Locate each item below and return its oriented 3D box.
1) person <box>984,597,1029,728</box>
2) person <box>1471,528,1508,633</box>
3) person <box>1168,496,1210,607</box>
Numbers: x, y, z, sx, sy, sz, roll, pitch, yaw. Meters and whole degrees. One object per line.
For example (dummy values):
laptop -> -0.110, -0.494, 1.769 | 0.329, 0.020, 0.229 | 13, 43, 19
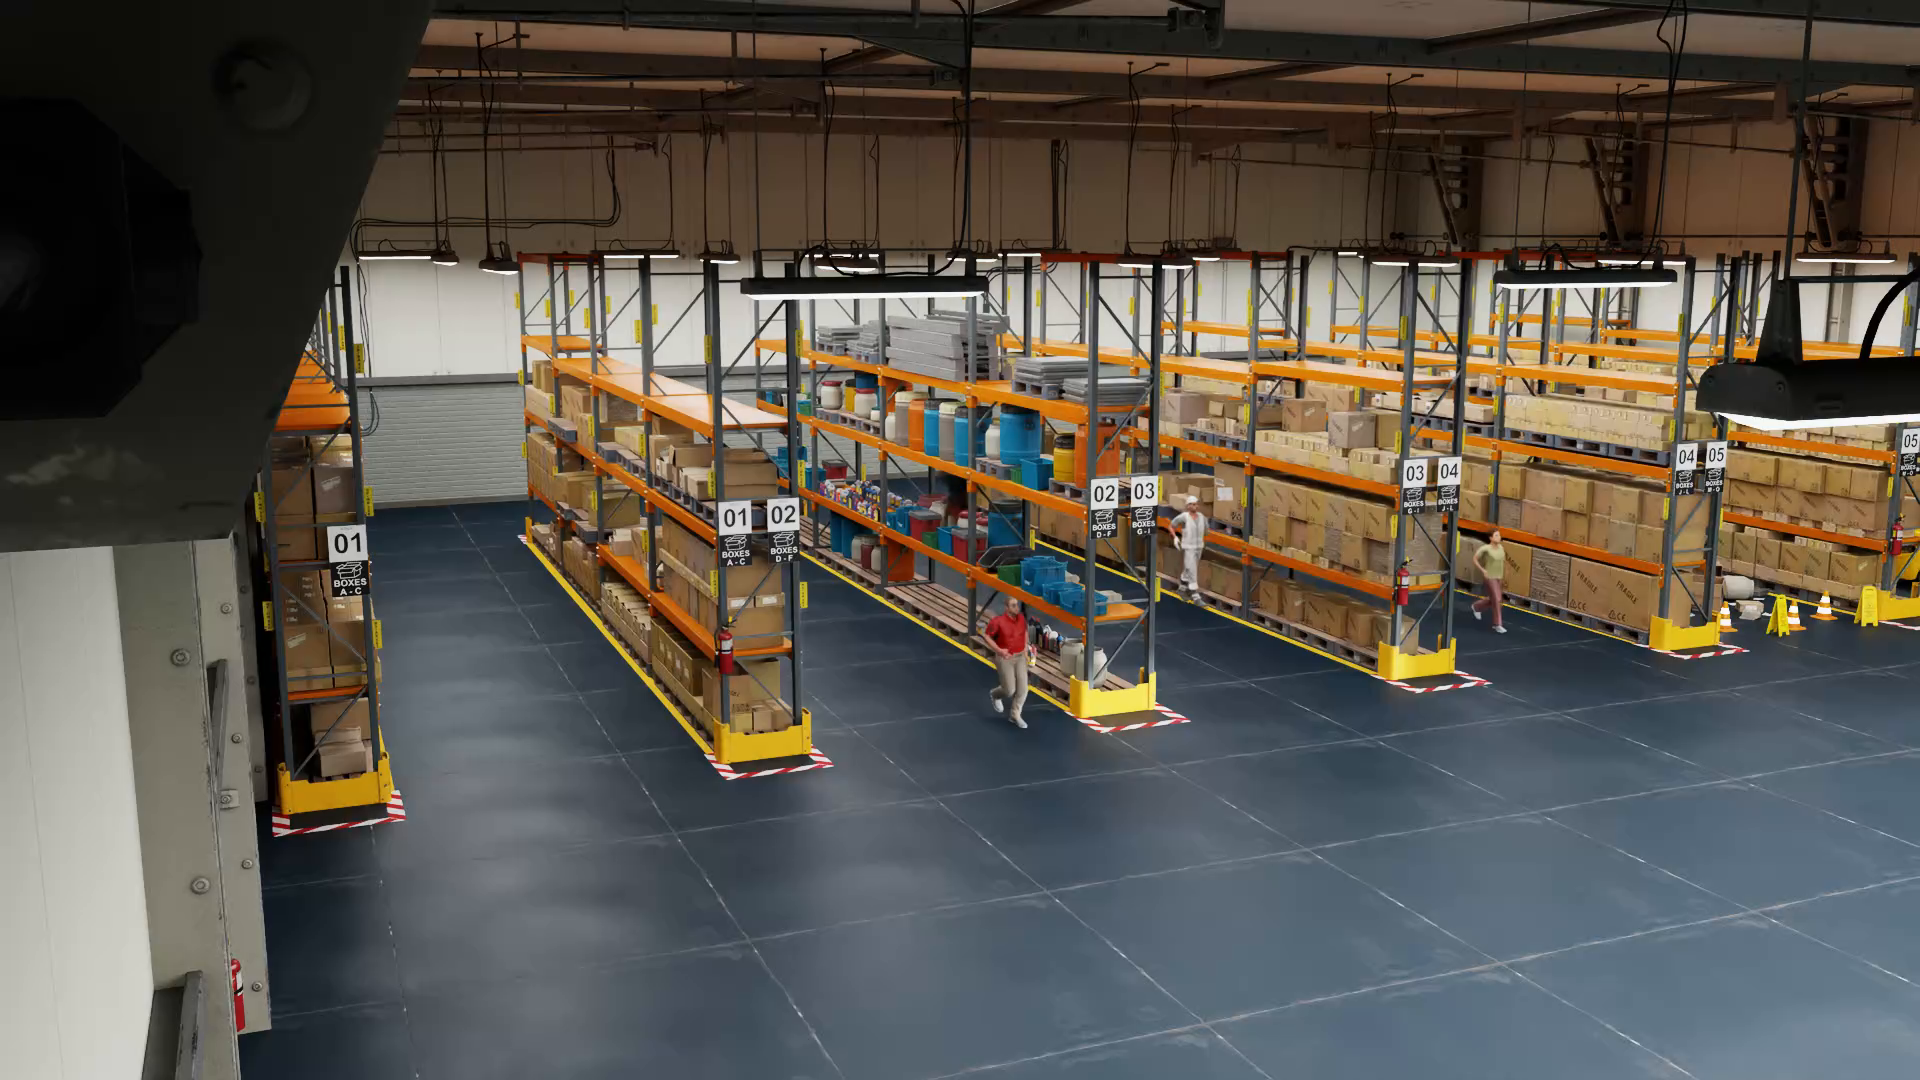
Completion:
person -> 0.643, 1.576, 21.811 | 0.700, 1.713, 0.683 | -6, 12, -29
person -> 8.621, 0.624, 27.042 | 0.588, 1.667, 0.835 | -6, 12, -28
person -> 3.842, 0.180, 27.420 | 0.658, 1.824, 0.937 | -6, 12, -28
